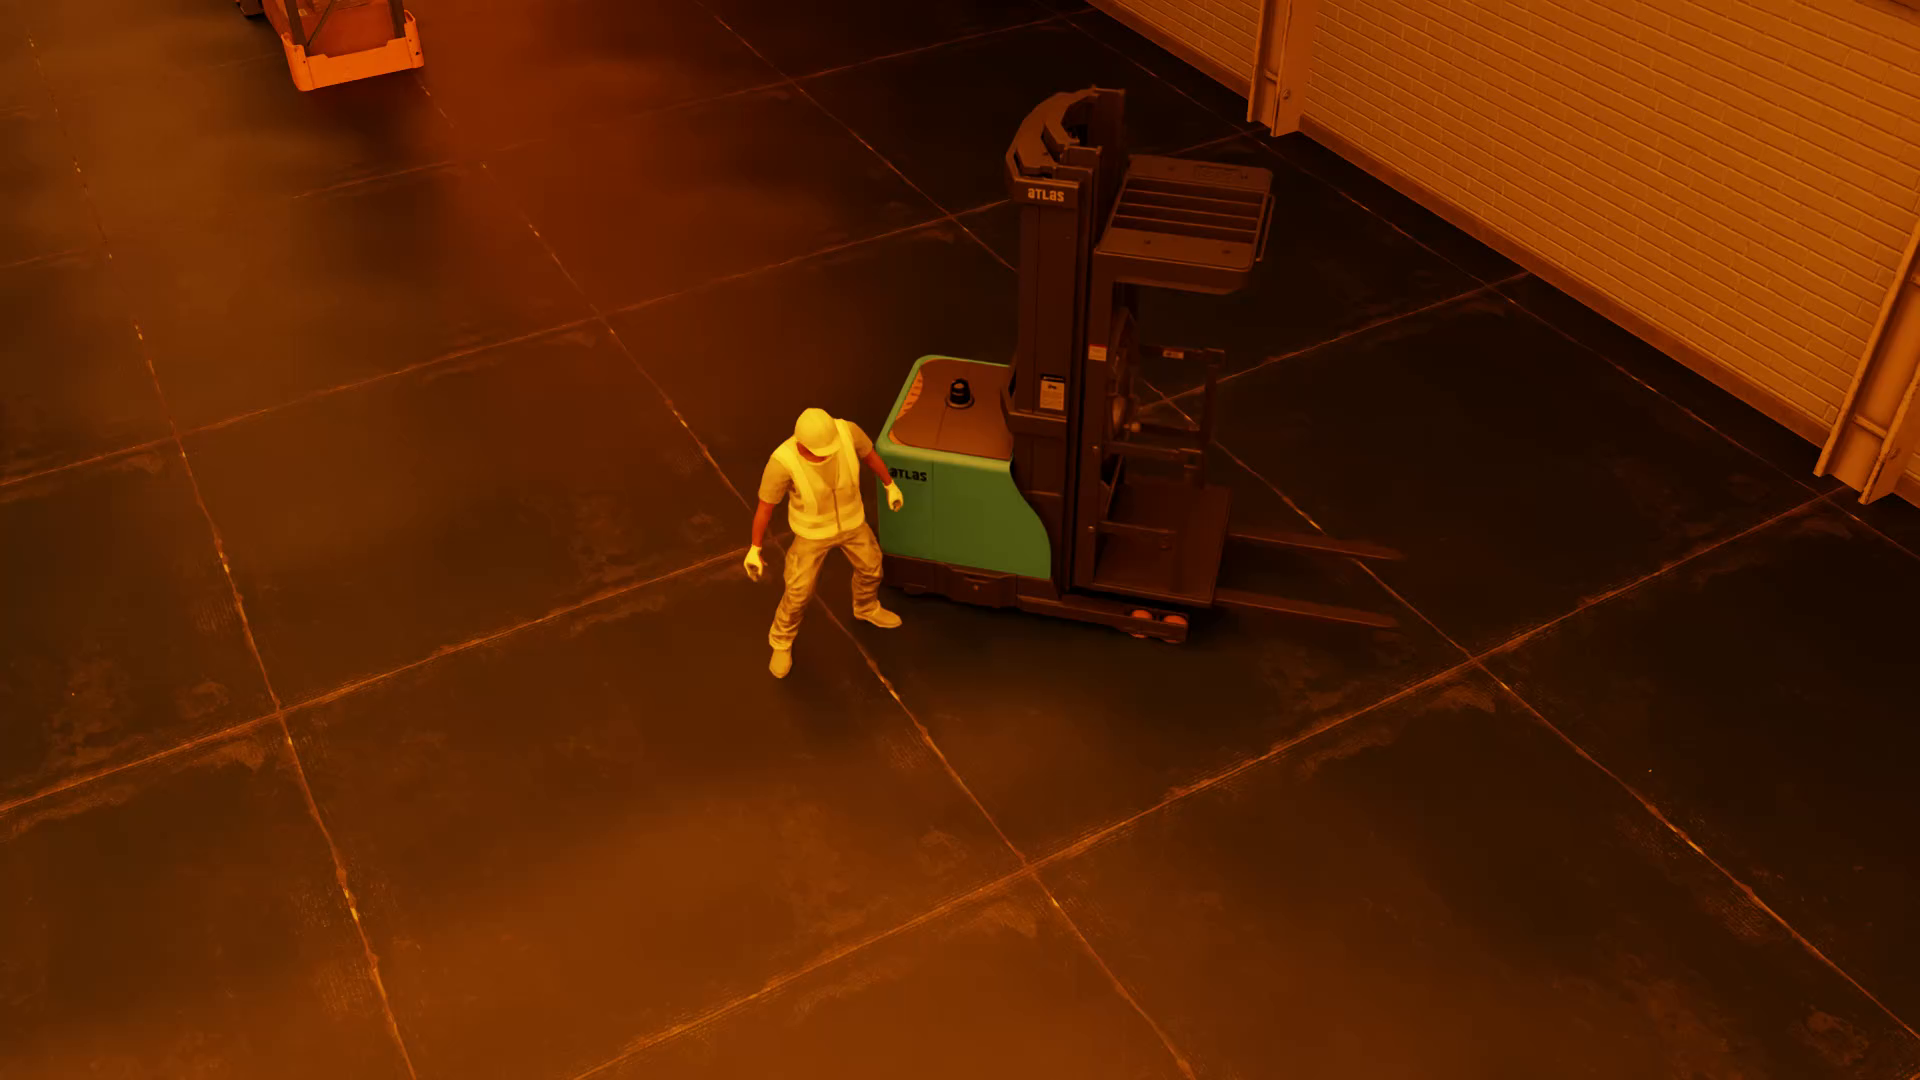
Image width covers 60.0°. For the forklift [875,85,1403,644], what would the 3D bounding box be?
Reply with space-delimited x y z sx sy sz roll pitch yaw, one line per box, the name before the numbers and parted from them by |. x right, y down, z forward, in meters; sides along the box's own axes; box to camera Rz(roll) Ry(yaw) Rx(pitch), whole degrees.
forklift | 1.082 -0.906 9.128 3.031 2.935 1.130 9 41 11

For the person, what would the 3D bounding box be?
person | -0.727 -0.051 9.055 0.975 1.733 0.443 -21 44 -23
